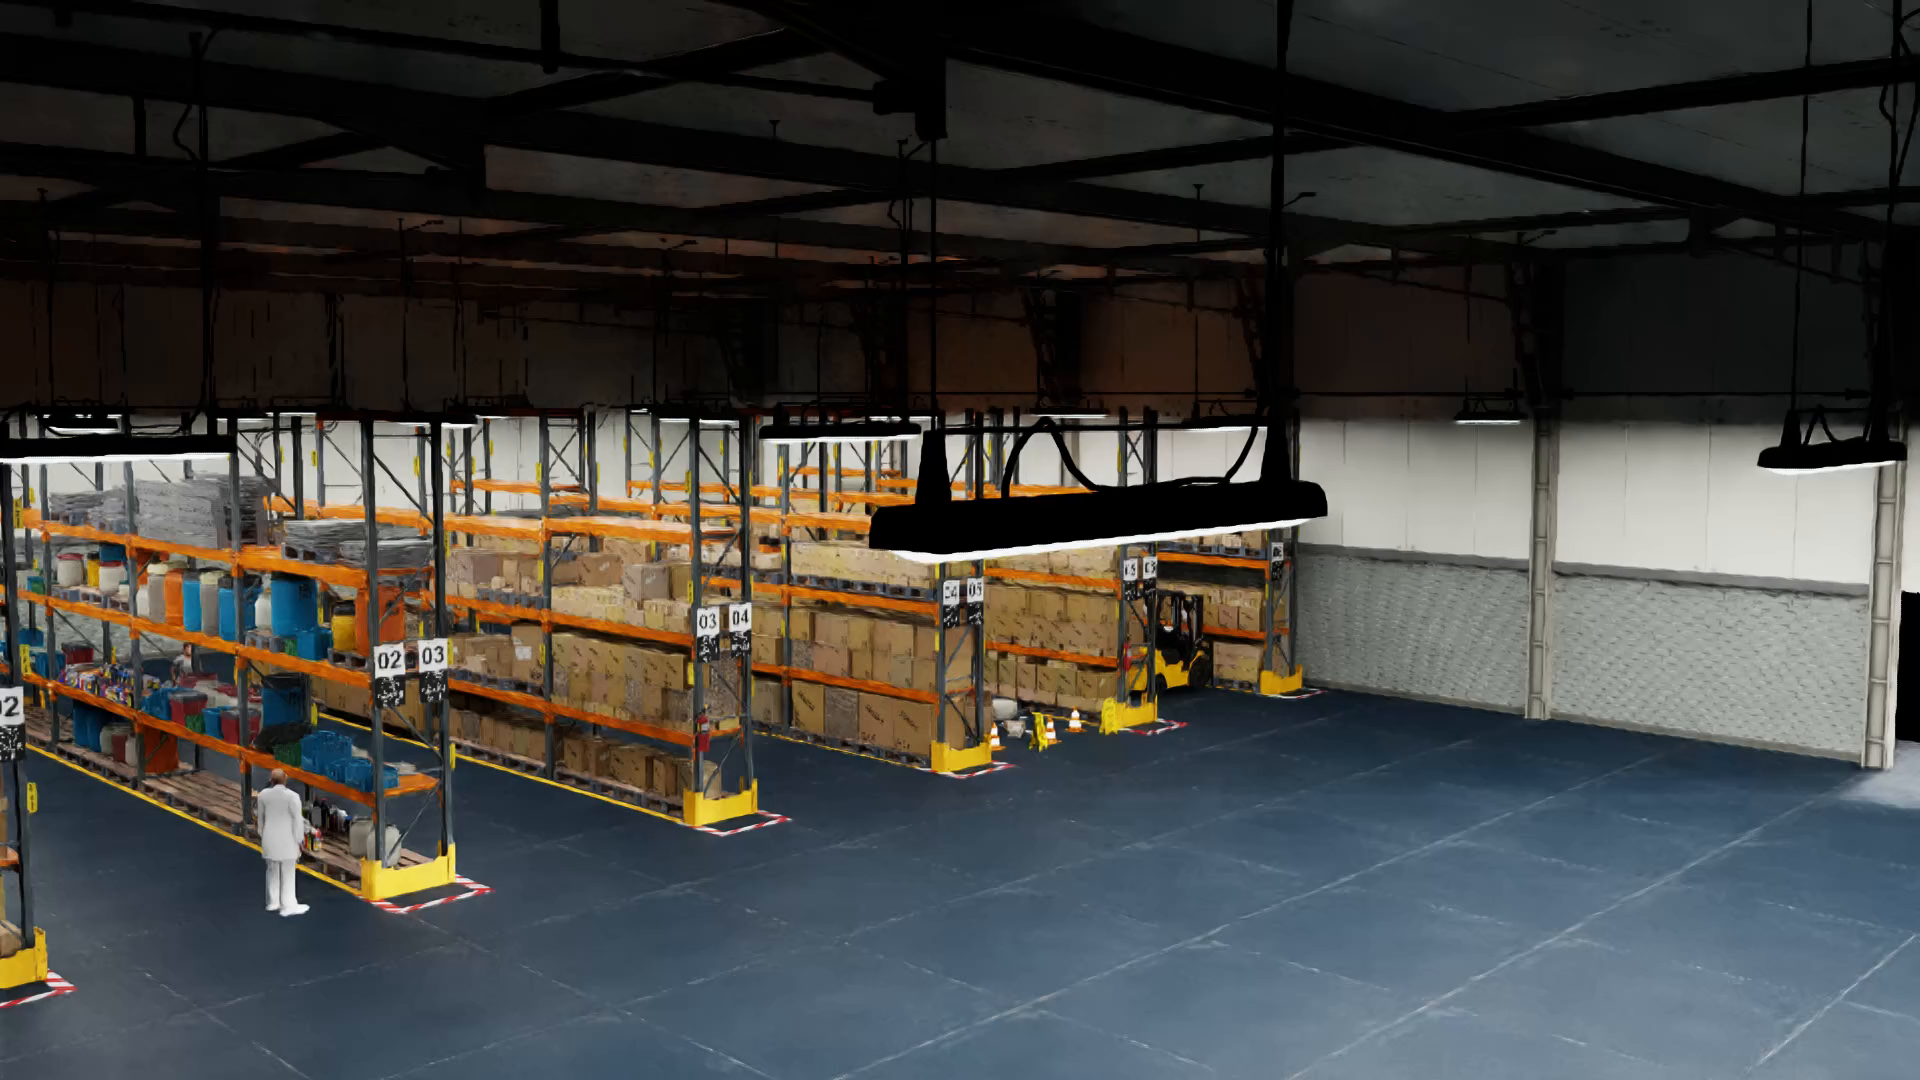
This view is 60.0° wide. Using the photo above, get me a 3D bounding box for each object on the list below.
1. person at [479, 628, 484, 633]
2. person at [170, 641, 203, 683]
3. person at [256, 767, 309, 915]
[{"bbox_3d":[-9.640,2.555,33.413,0.997,1.624,0.502,5,7,43],"label":"person"},{"bbox_3d":[-14.754,2.722,31.732,0.507,1.619,0.580,4,7,42],"label":"person"},{"bbox_3d":[-8.230,3.633,20.229,0.617,1.783,0.506,1,5,13],"label":"person"}]
